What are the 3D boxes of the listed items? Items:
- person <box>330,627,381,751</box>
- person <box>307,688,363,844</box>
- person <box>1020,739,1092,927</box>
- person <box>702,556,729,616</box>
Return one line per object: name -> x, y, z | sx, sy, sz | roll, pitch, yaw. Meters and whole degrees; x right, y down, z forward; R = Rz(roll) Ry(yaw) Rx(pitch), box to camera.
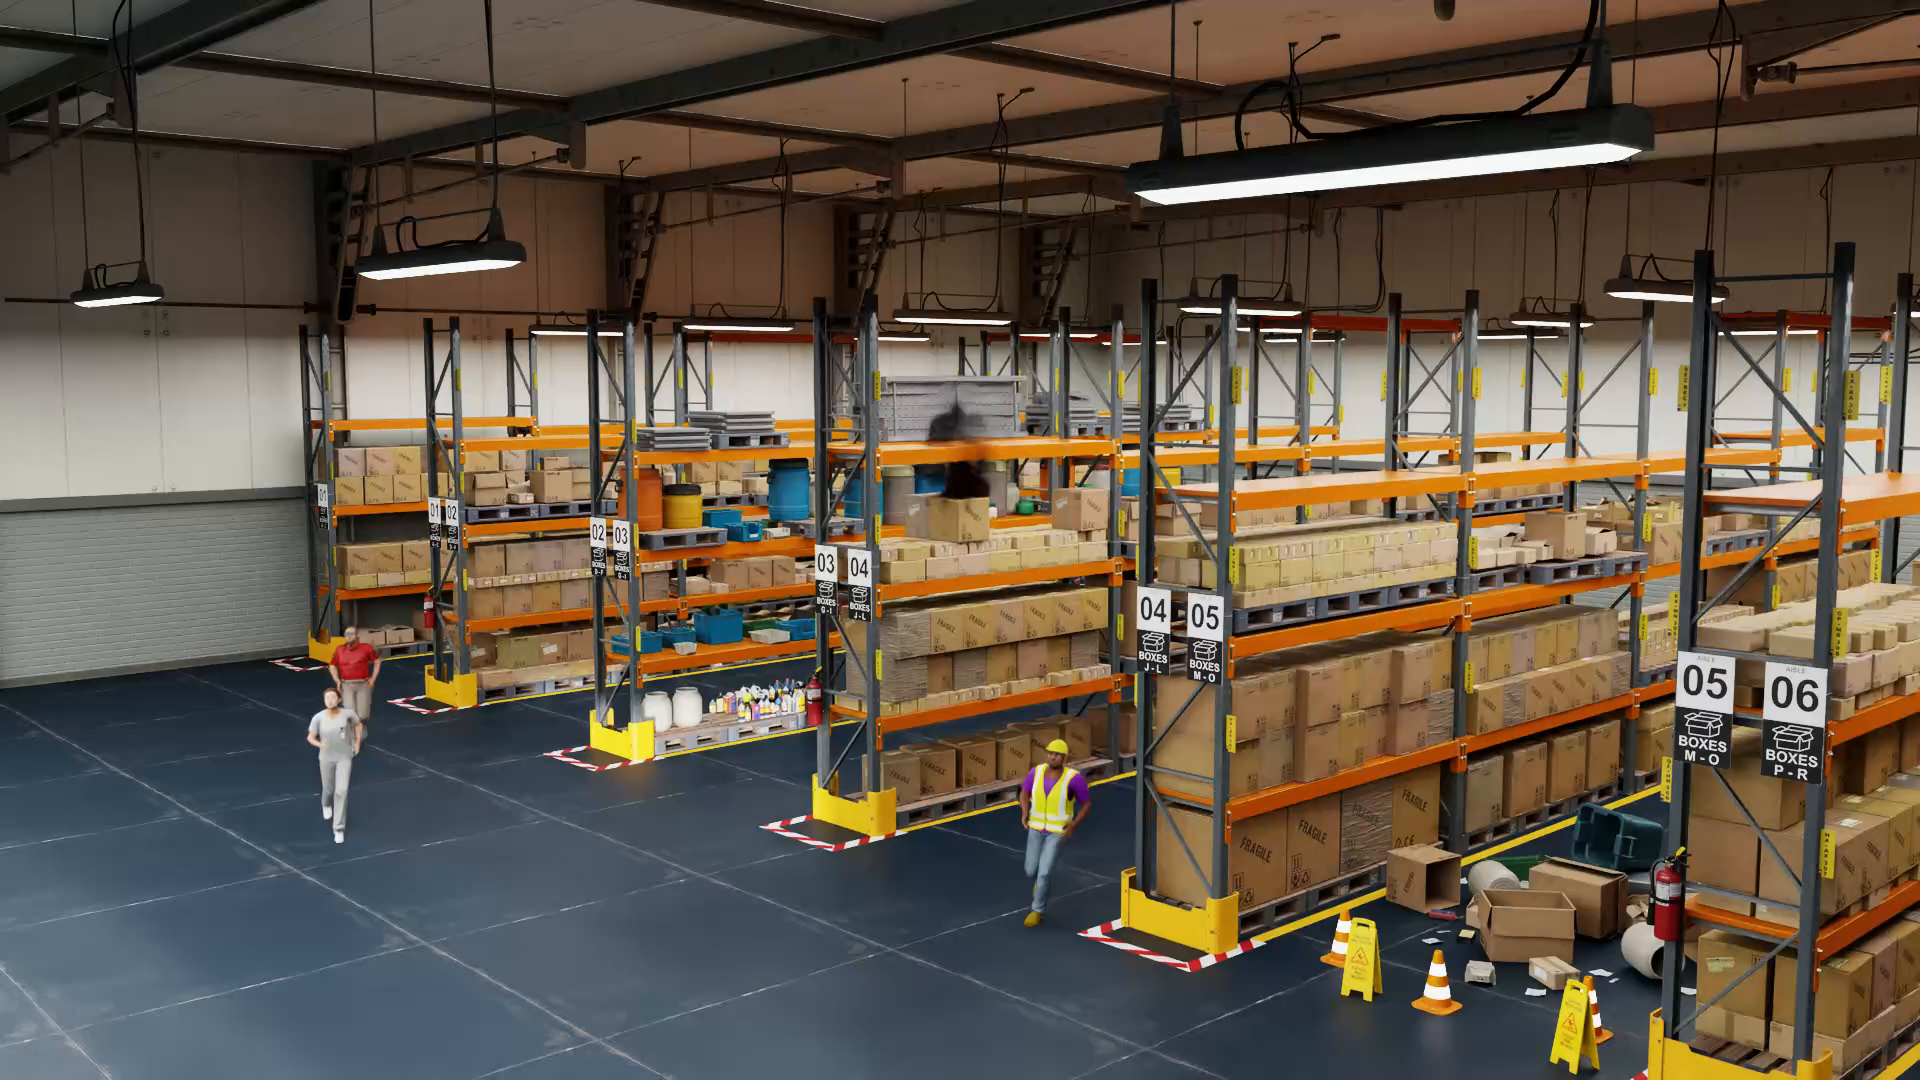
person -> -8.312, 2.030, 22.860 | 0.661, 1.694, 0.564 | -1, 6, -13
person -> -6.980, 2.463, 18.611 | 0.577, 1.675, 0.950 | -2, 6, -18
person -> 0.872, 2.699, 15.693 | 0.719, 1.662, 0.634 | 2, 6, 23
person -> -4.682, 1.031, 32.083 | 0.646, 1.846, 0.793 | 4, 7, 33
